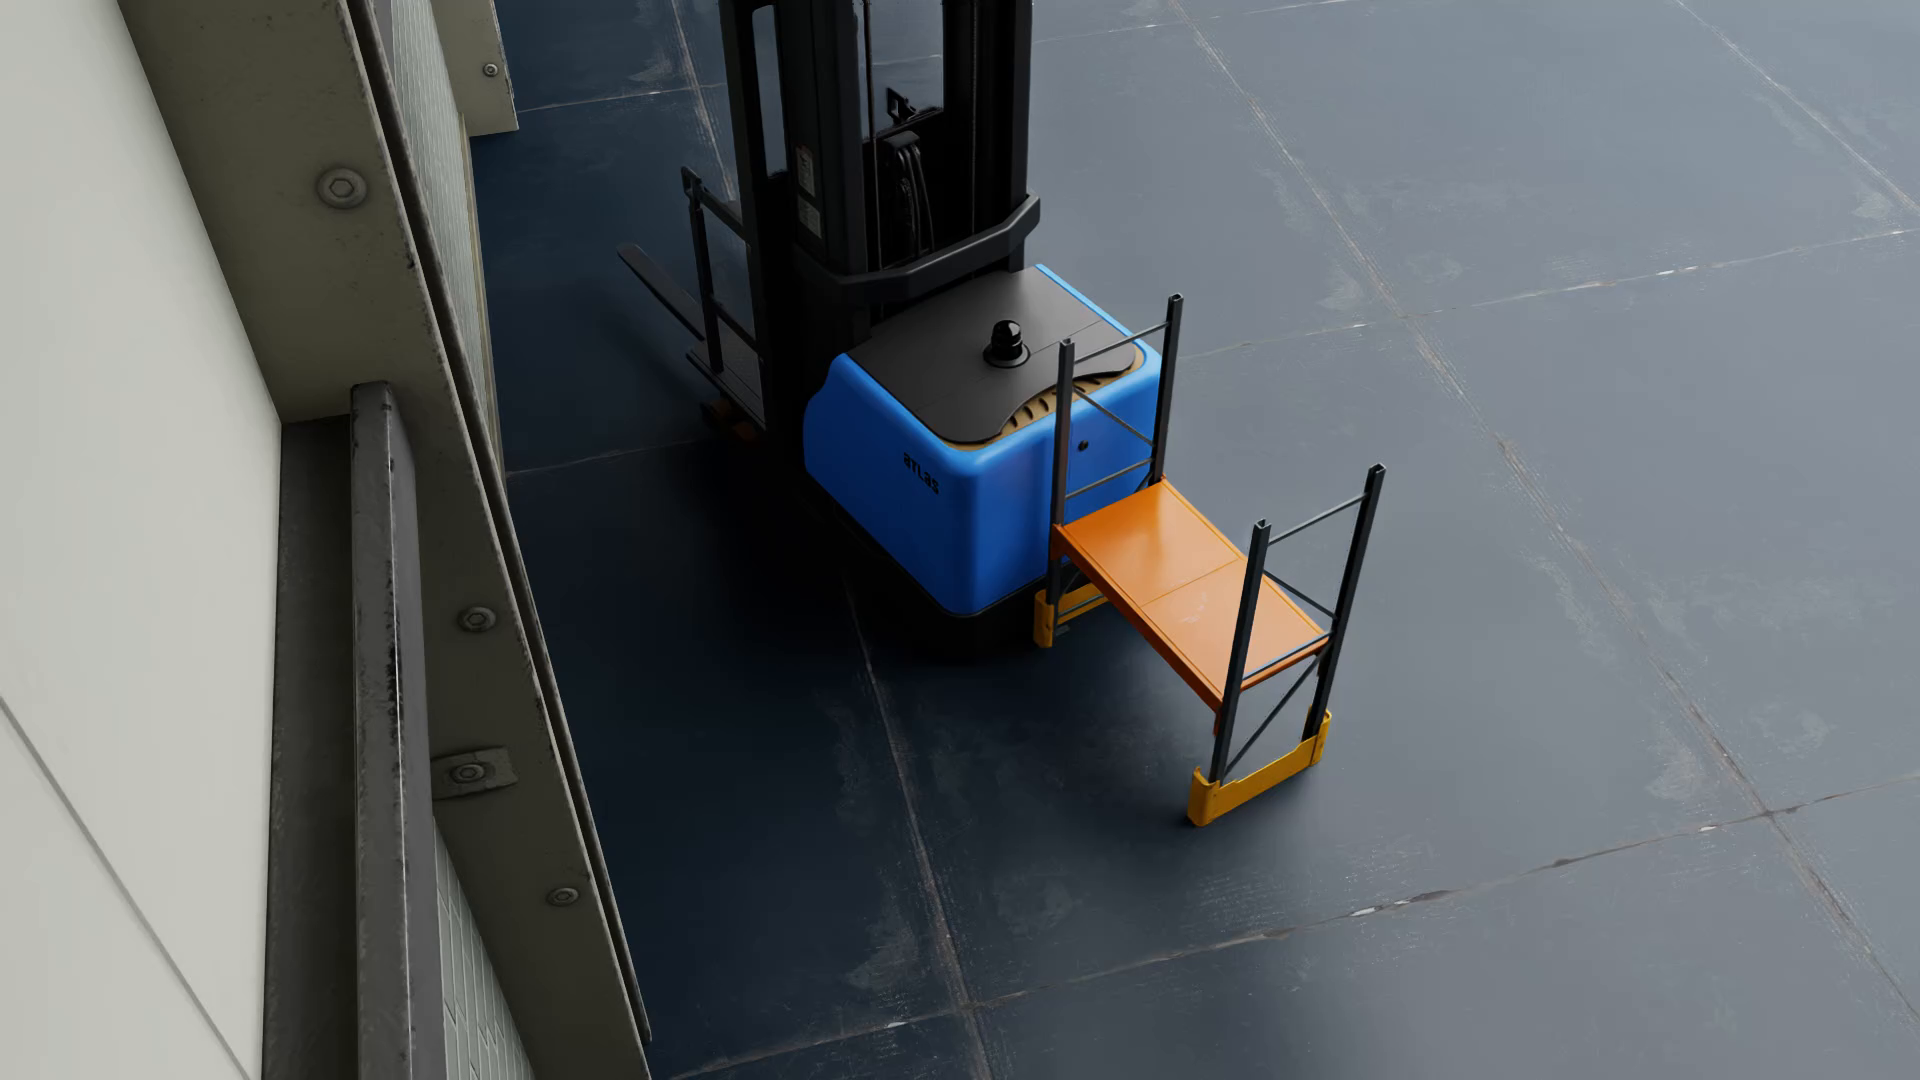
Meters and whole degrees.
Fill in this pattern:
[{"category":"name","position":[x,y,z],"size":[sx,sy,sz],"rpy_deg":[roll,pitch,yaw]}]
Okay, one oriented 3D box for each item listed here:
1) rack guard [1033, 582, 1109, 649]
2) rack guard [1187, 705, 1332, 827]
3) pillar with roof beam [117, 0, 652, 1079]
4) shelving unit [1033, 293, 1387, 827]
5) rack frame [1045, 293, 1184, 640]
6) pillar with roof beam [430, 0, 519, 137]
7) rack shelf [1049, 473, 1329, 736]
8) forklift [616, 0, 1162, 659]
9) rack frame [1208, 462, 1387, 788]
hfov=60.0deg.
[{"category":"rack guard","position":[0.552,0.213,6.617],"size":[0.587,0.250,0.087],"rpy_deg":[-24,50,-22]},{"category":"rack guard","position":[1.084,0.814,6.028],"size":[0.587,0.250,0.087],"rpy_deg":[-24,50,-22]},{"category":"pillar with roof beam","position":[3.048,-2.180,2.836],"size":[9.100,9.000,0.400],"rpy_deg":[-11,47,-10]},{"category":"shelving unit","position":[0.818,0.076,5.876],"size":[0.587,1.500,1.083],"rpy_deg":[-24,50,-22]},{"category":"rack frame","position":[0.552,-0.225,6.171],"size":[0.500,1.500,0.032],"rpy_deg":[-24,50,-22]},{"category":"pillar with roof beam","position":[1.512,-6.322,6.896],"size":[9.100,9.000,0.400],"rpy_deg":[-11,47,-10]},{"category":"rack shelf","position":[0.823,0.208,5.999],"size":[0.538,0.185,1.000],"rpy_deg":[-24,50,-22]},{"category":"forklift","position":[-0.498,-1.574,6.491],"size":[1.130,2.935,3.031],"rpy_deg":[-28,52,-25]},{"category":"rack frame","position":[1.095,0.389,5.570],"size":[0.500,1.500,0.032],"rpy_deg":[-24,50,-22]}]
